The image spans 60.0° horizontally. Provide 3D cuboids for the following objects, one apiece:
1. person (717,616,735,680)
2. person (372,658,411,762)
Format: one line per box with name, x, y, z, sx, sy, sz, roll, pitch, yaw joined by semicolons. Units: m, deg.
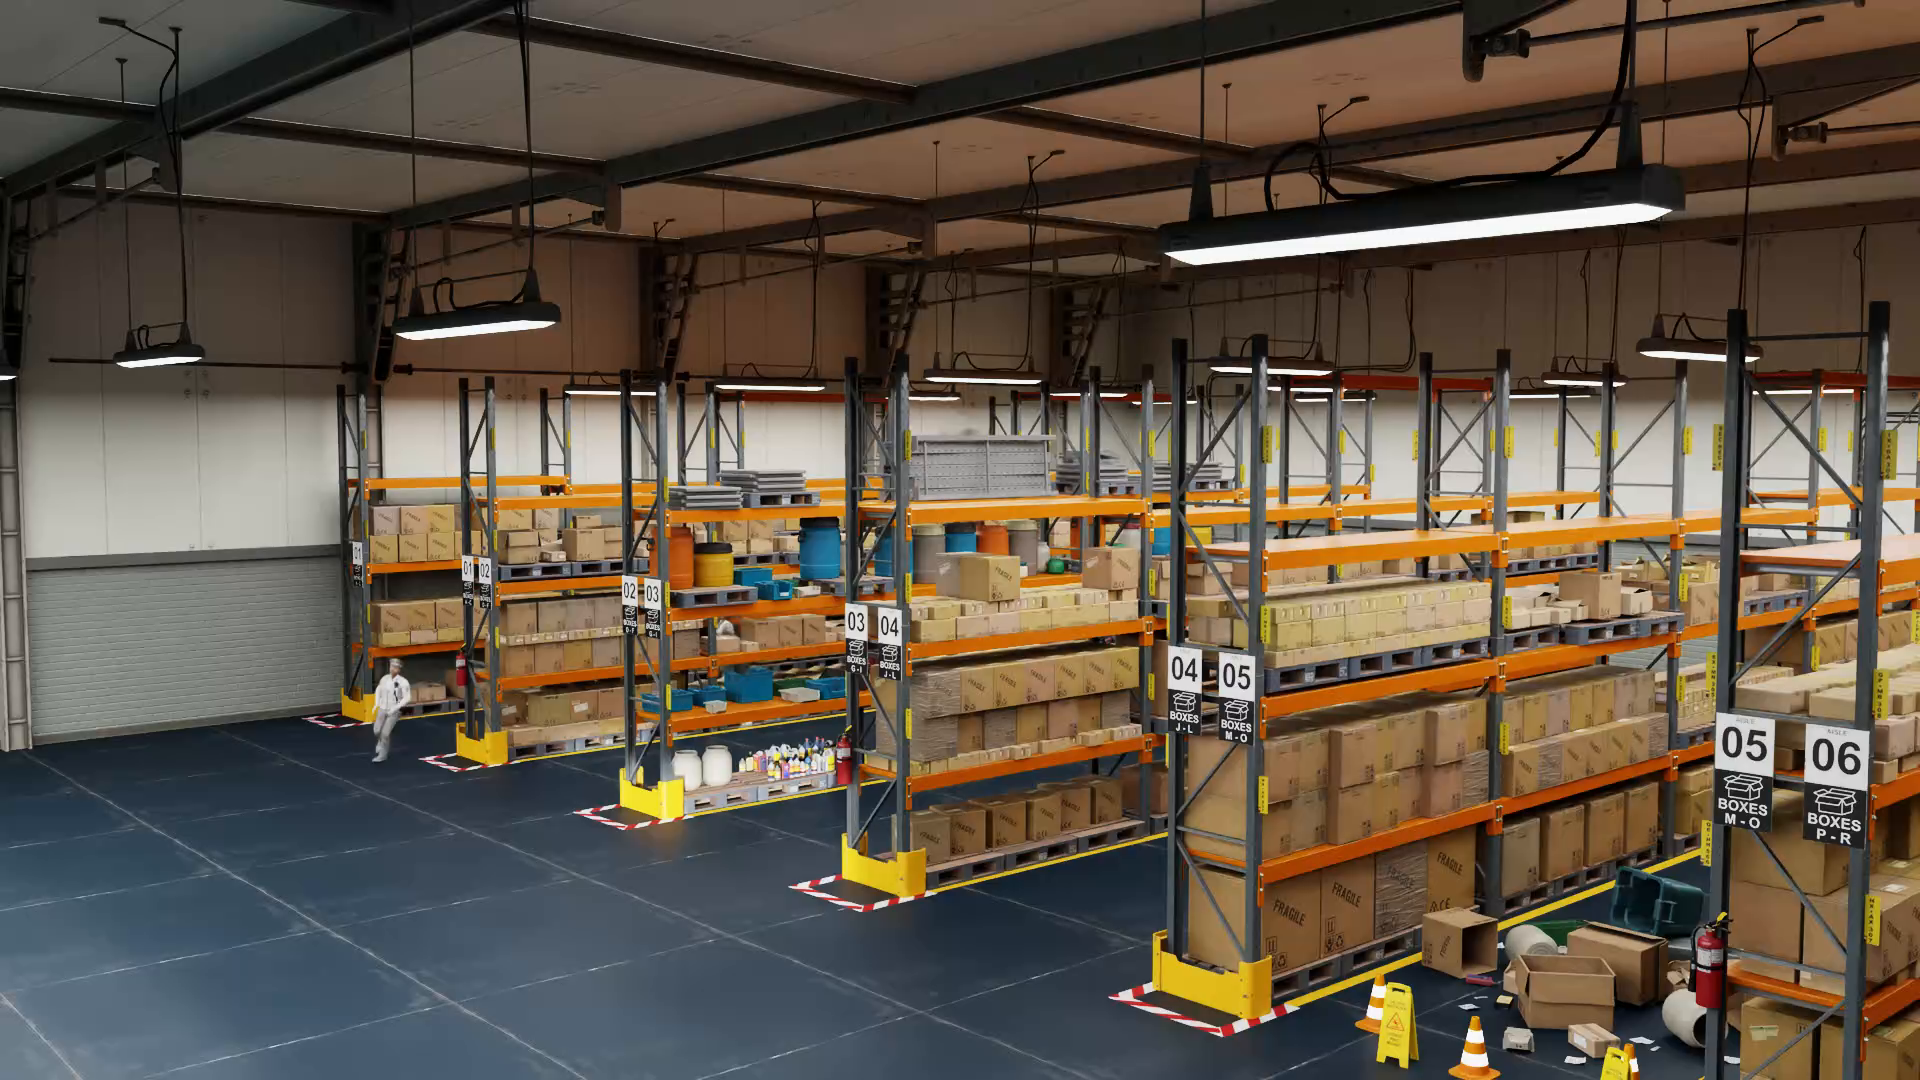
person;-4.527;2.181;32.104;0.630;1.837;0.789;3;5;43
person;-8.903;2.652;25.898;0.602;1.620;0.487;0;4;5
